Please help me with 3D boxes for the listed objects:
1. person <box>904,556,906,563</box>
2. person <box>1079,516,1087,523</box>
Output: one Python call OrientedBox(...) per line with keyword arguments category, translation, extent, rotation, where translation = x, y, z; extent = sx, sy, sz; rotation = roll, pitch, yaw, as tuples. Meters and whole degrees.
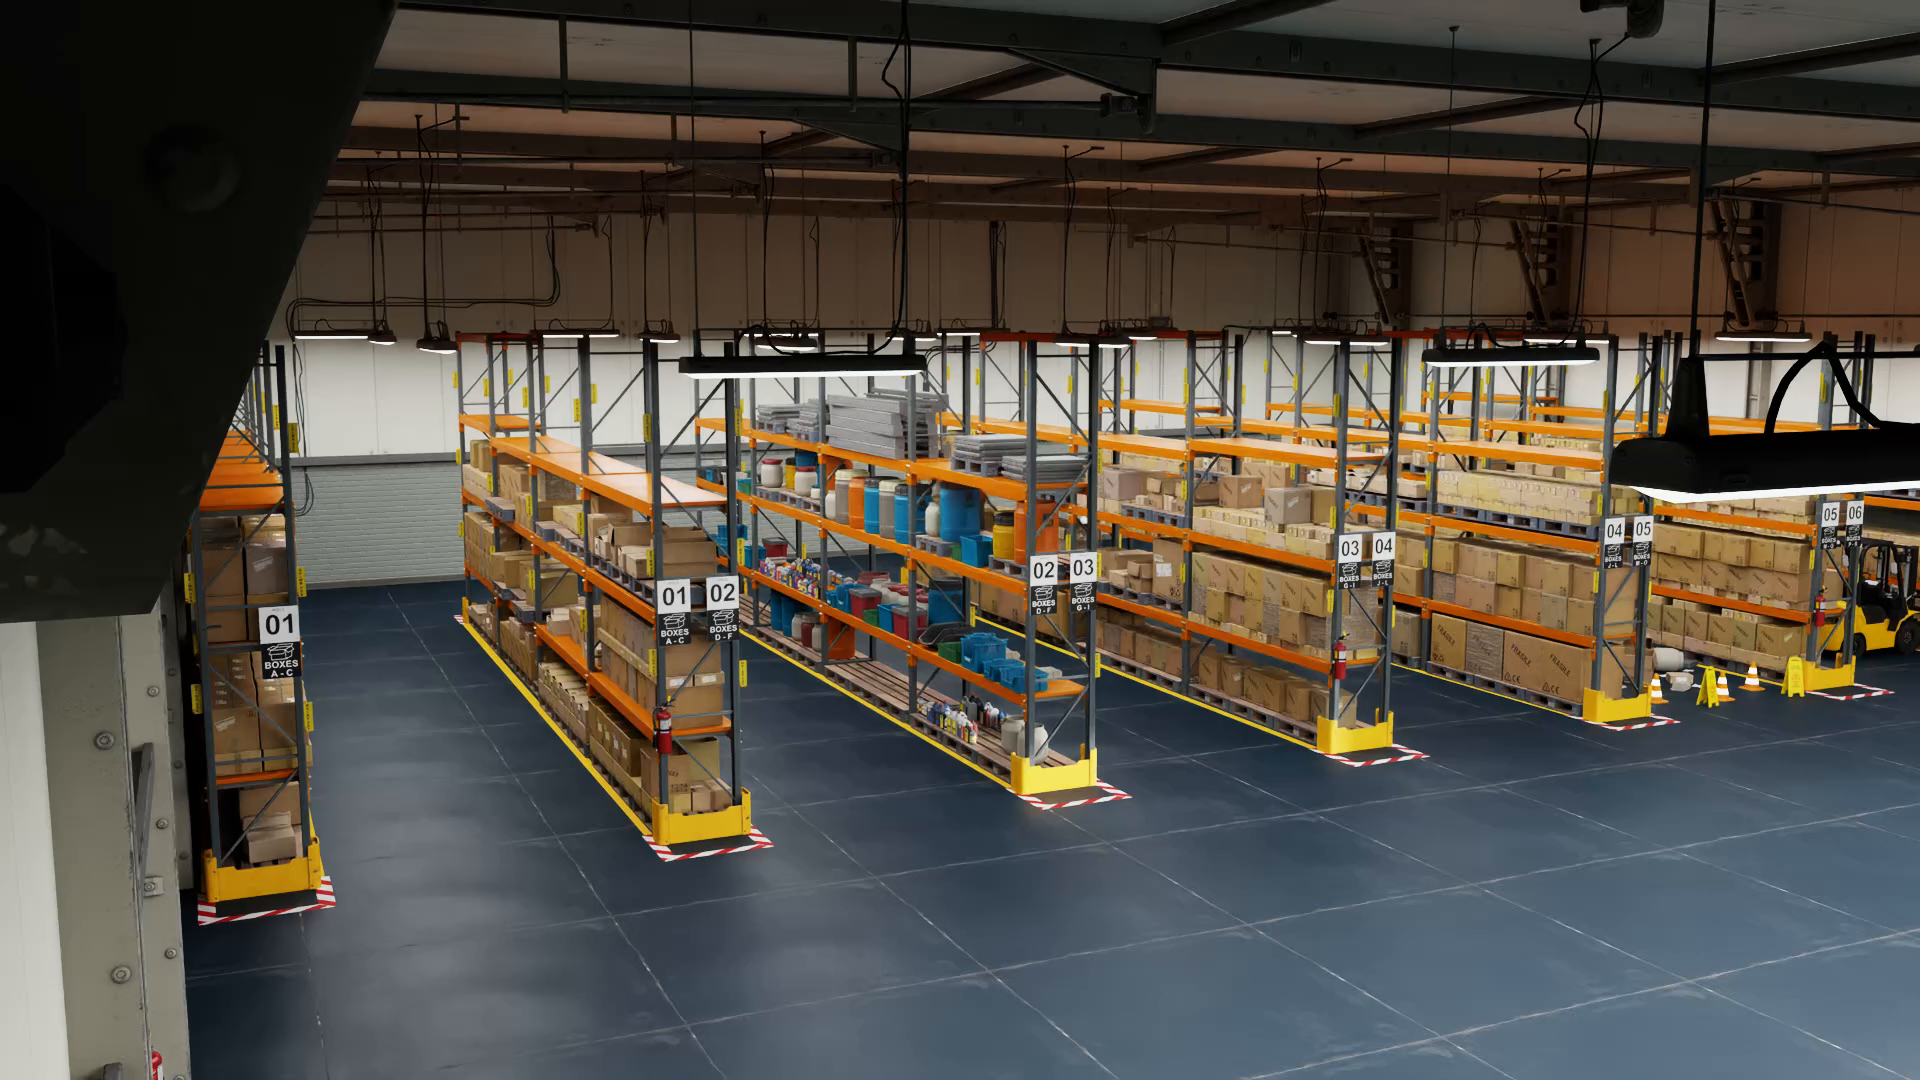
OrientedBox(category="person", translation=(-1.167, -0.174, 41.820), extent=(0.578, 1.705, 1.079), rotation=(-5, 9, -33))
OrientedBox(category="person", translation=(3.213, -0.107, 41.618), extent=(0.900, 1.647, 0.473), rotation=(-4, 9, -28))
